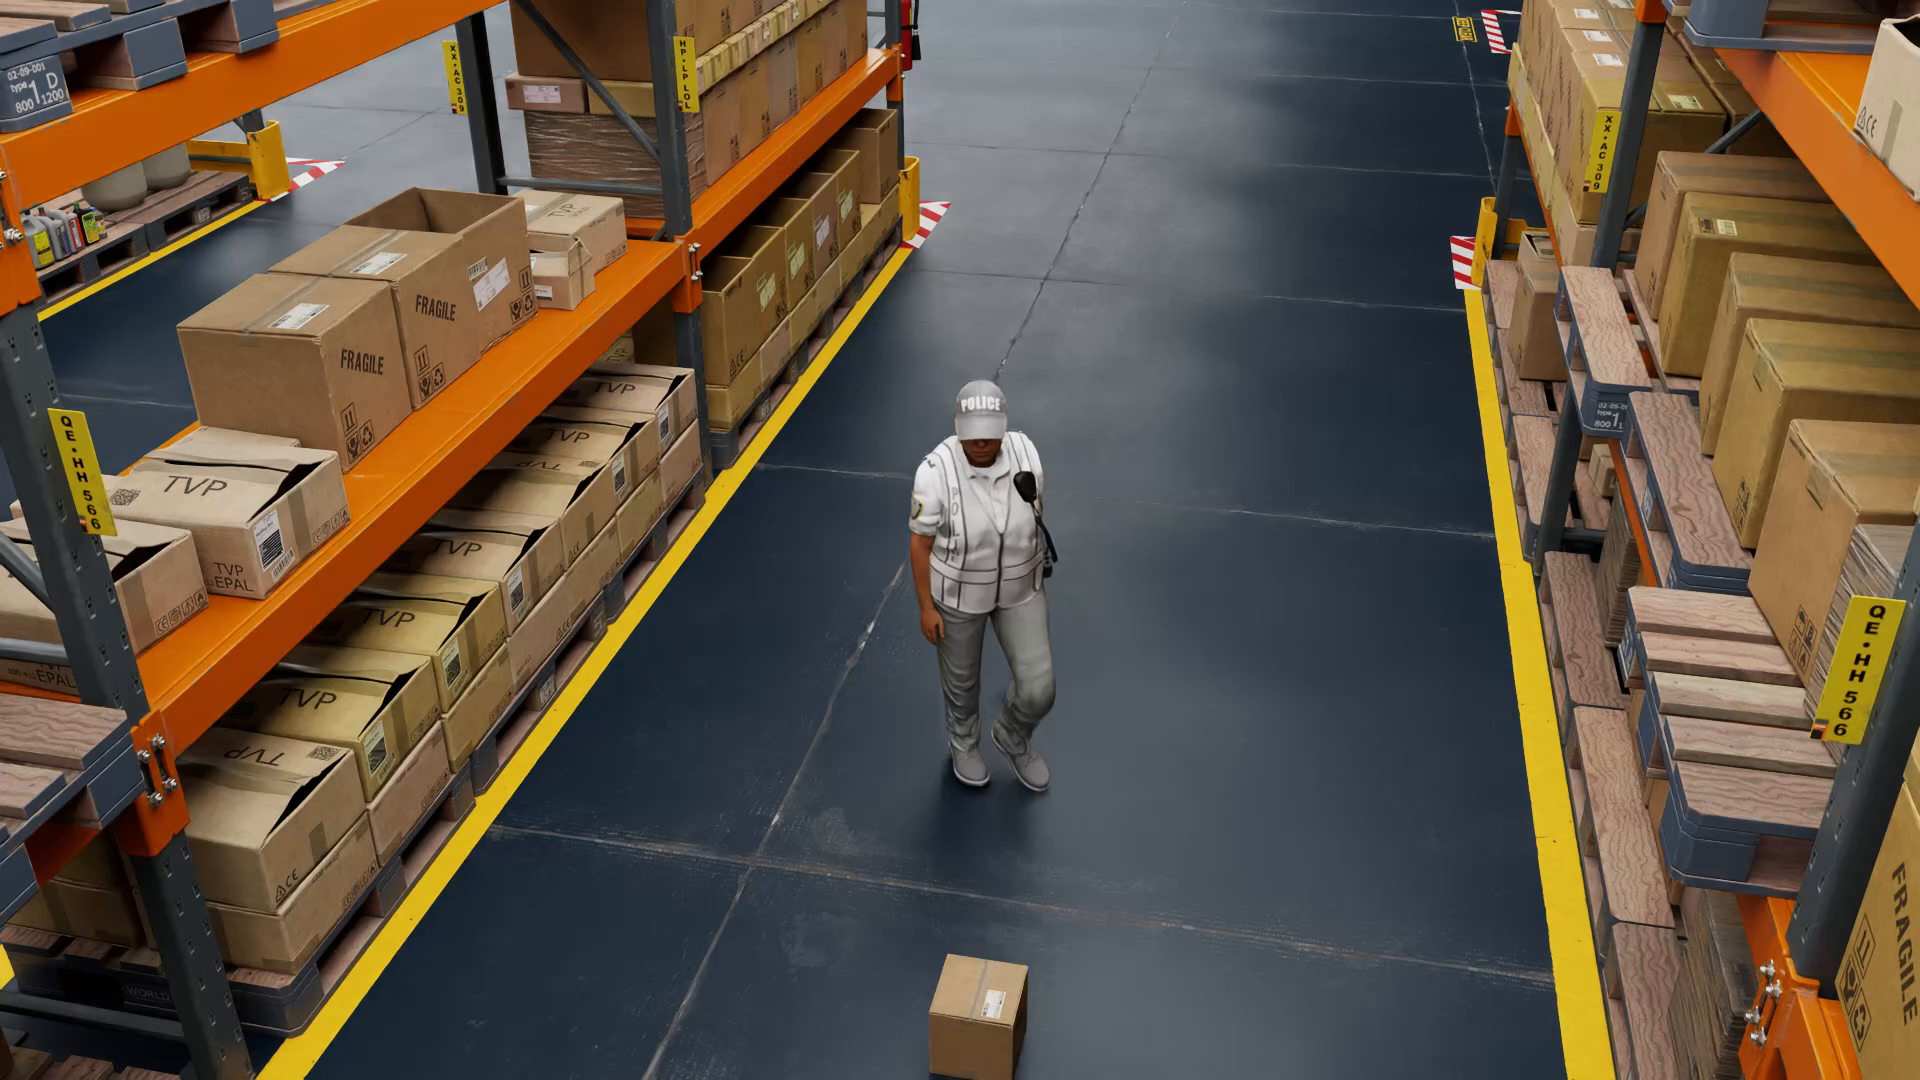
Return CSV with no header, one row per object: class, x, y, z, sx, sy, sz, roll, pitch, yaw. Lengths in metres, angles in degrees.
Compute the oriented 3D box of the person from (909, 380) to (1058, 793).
person,0.075,0.180,5.774,0.512,1.655,0.515,-7,30,-12
